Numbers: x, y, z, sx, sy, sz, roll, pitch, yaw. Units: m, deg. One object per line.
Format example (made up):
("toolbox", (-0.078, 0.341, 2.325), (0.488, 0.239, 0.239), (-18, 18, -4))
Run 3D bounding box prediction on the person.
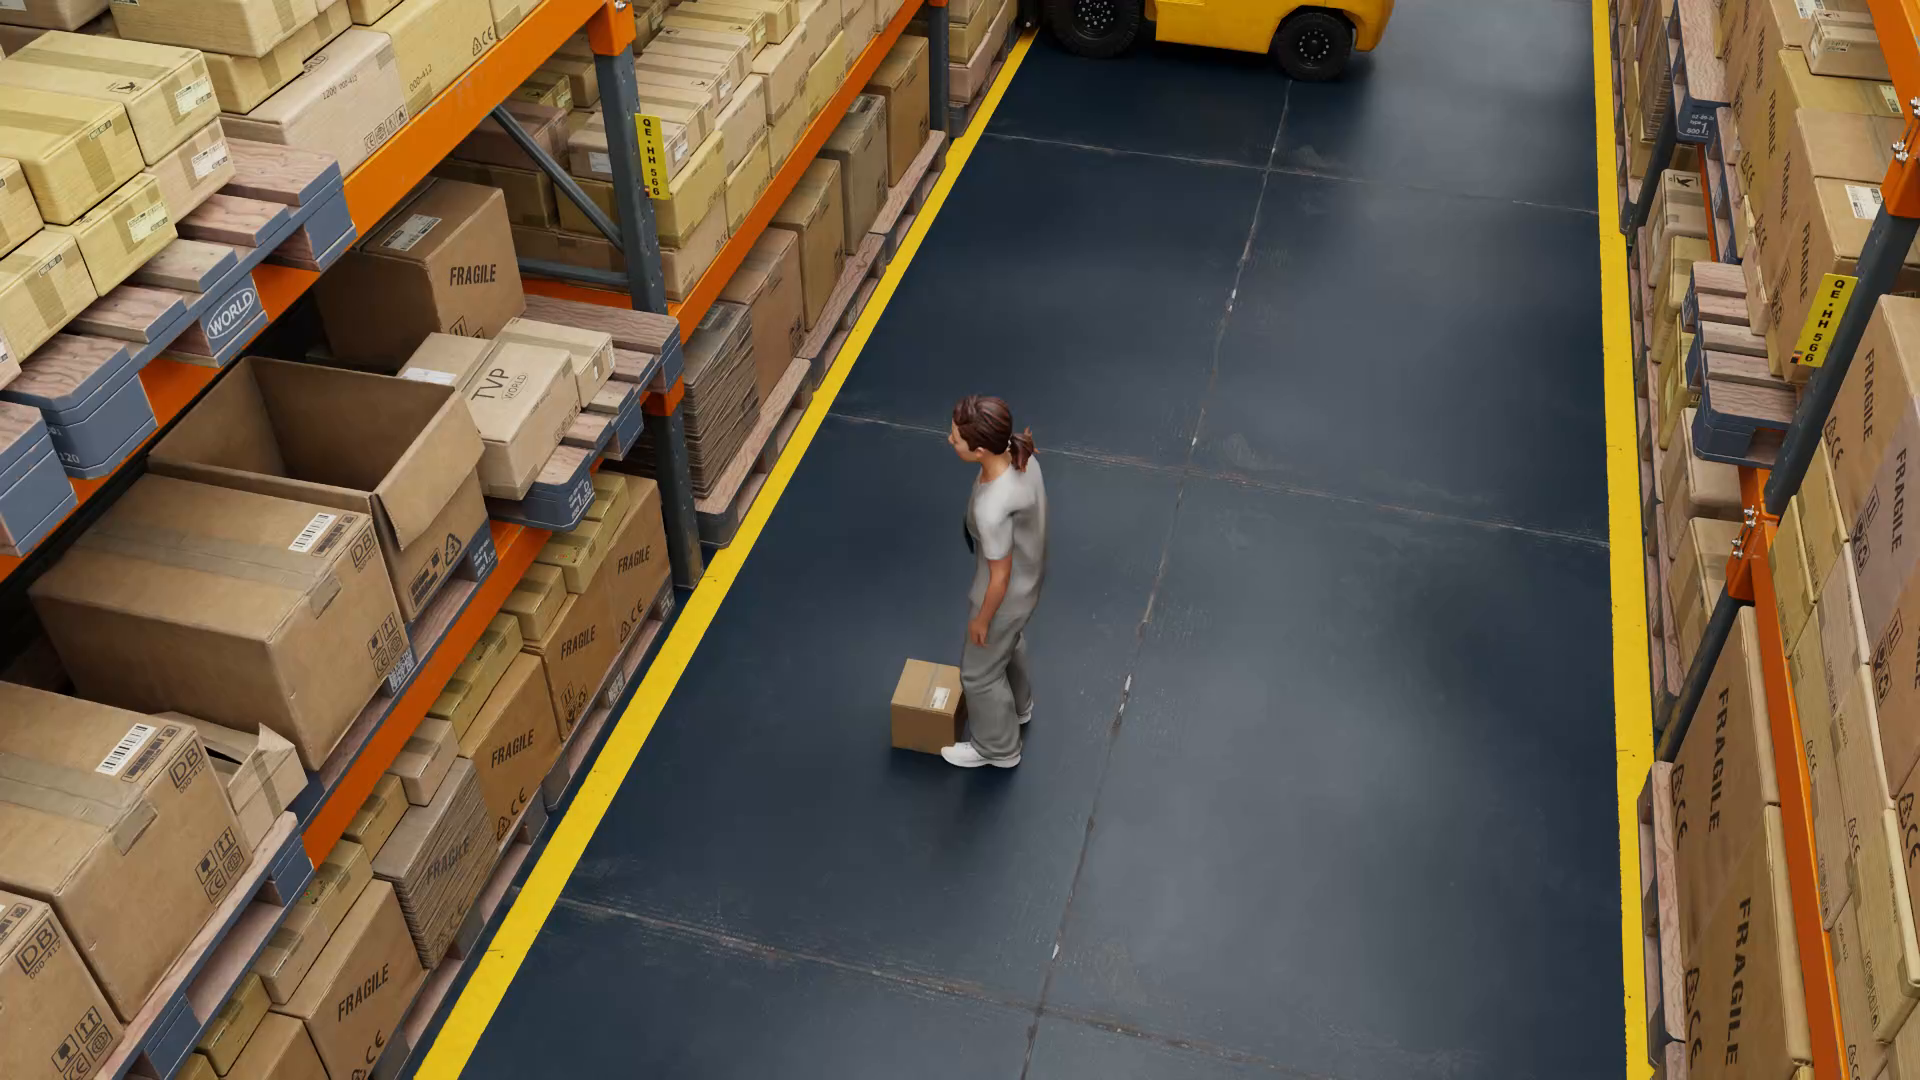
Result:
("person", (0.128, 0.158, 5.980), (0.362, 1.671, 0.506), (8, 42, 9))
